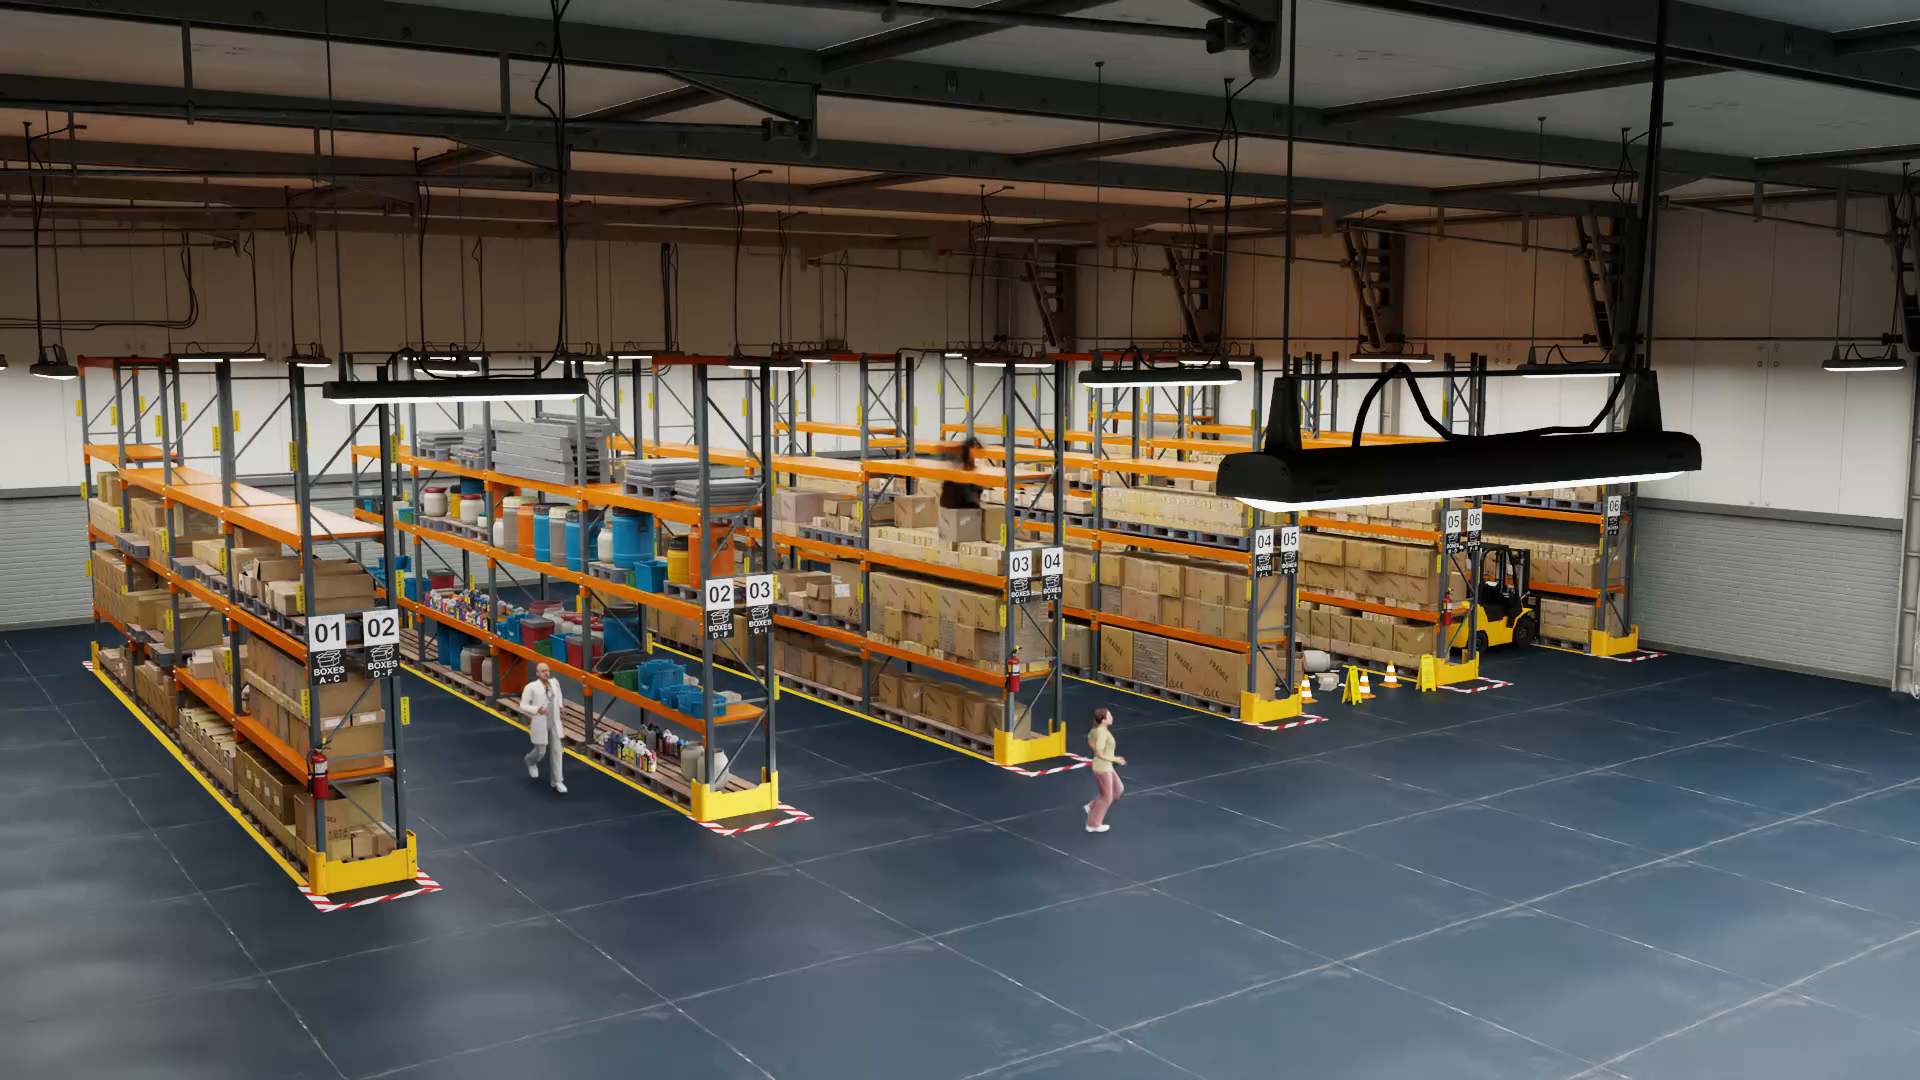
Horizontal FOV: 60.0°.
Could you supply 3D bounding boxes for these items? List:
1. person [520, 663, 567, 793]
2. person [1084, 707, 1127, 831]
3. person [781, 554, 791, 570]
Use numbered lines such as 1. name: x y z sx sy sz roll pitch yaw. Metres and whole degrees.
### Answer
1. person: -5.846 2.605 23.422 0.712 1.776 1.037 -6 9 -39
2. person: 1.863 2.938 21.313 0.520 1.625 0.556 0 7 1
3. person: -4.299 0.424 41.868 0.783 1.709 0.595 -5 9 -37
